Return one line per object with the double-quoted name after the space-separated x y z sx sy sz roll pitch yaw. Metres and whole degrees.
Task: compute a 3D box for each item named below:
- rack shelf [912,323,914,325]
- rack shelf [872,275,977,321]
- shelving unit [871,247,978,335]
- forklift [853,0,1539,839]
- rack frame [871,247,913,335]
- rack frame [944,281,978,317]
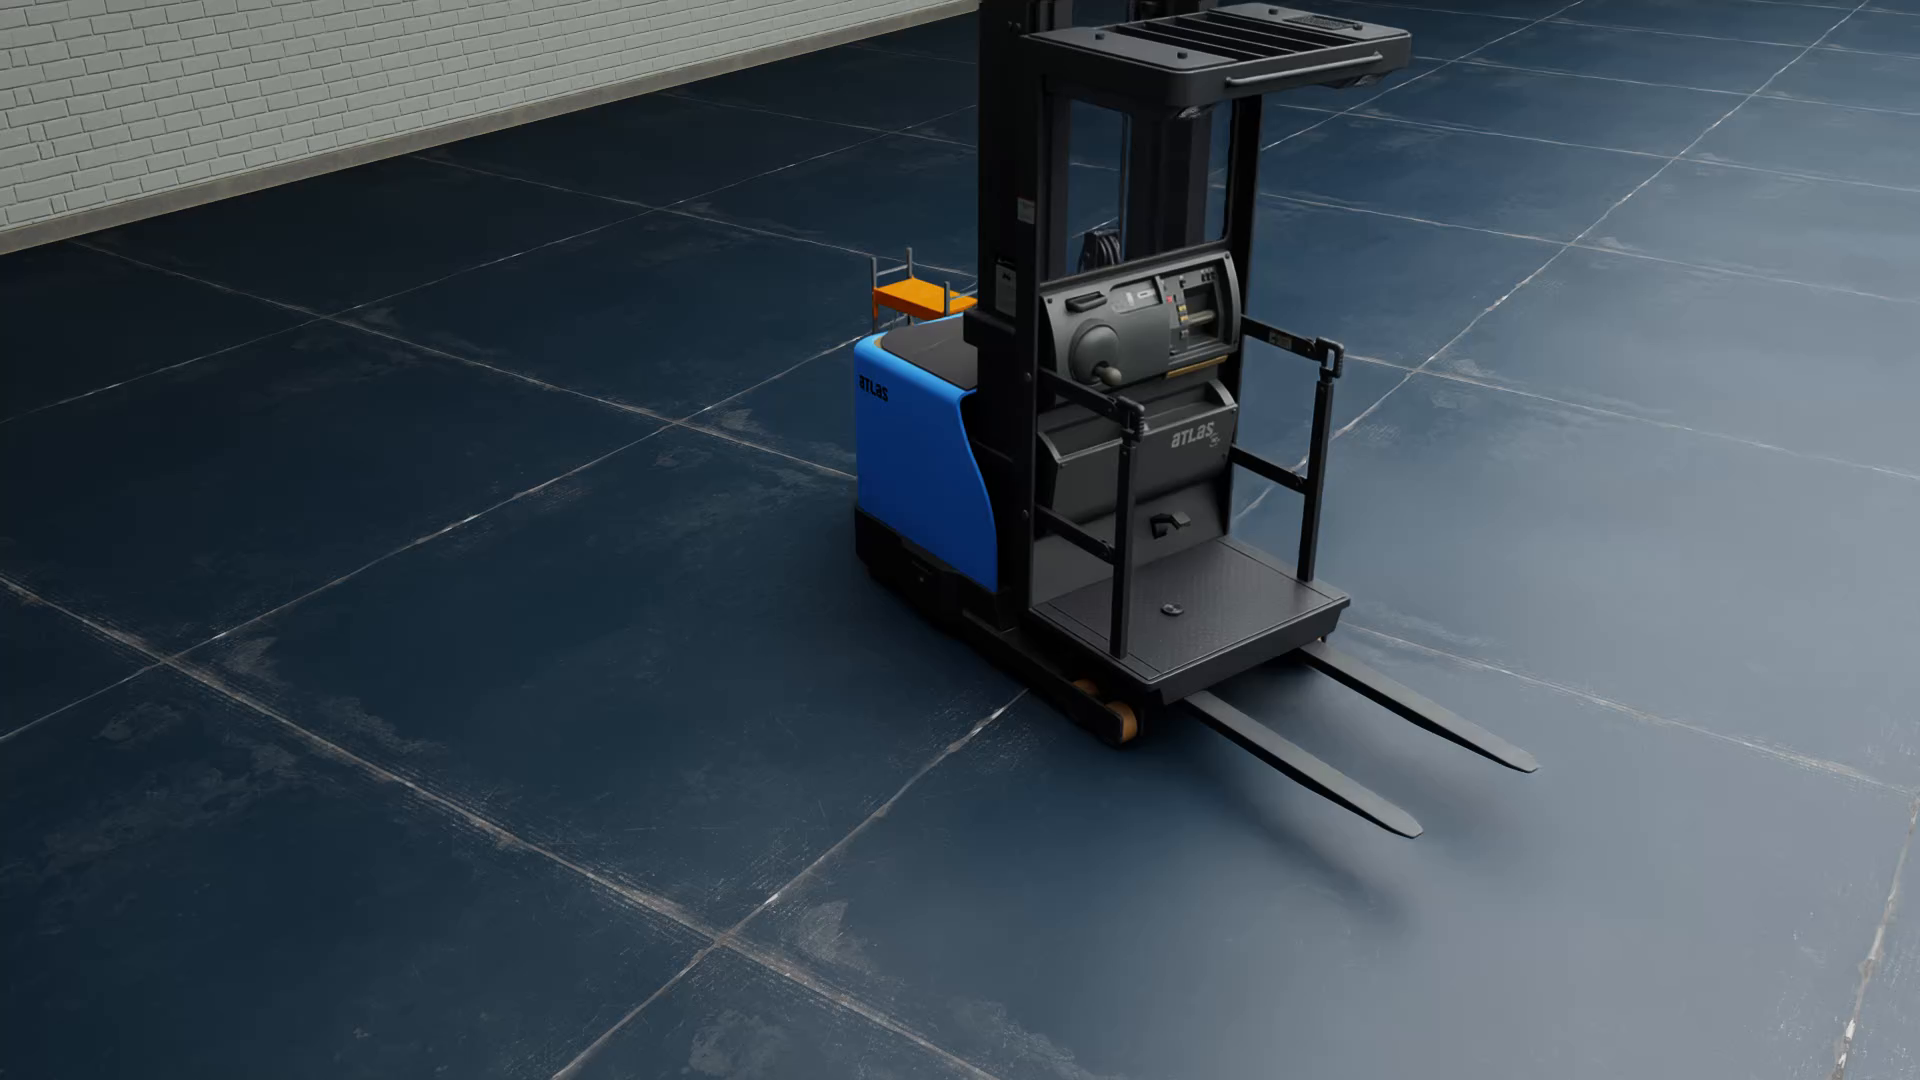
-0.147 -0.849 7.714 0.258 0.148 0.480 -23 35 -38 "rack shelf"
-0.147 -1.060 7.607 0.258 0.148 0.480 -23 35 -38 "rack shelf"
-0.147 -0.710 7.785 0.258 1.200 0.503 -23 35 -38 "shelving unit"
0.816 -0.792 6.037 1.130 2.935 3.031 -19 32 -32 "forklift"
-0.316 -0.790 7.942 0.240 1.200 0.015 -23 35 -38 "rack frame"
0.021 -0.630 7.627 0.240 1.200 0.015 -23 35 -38 "rack frame"
